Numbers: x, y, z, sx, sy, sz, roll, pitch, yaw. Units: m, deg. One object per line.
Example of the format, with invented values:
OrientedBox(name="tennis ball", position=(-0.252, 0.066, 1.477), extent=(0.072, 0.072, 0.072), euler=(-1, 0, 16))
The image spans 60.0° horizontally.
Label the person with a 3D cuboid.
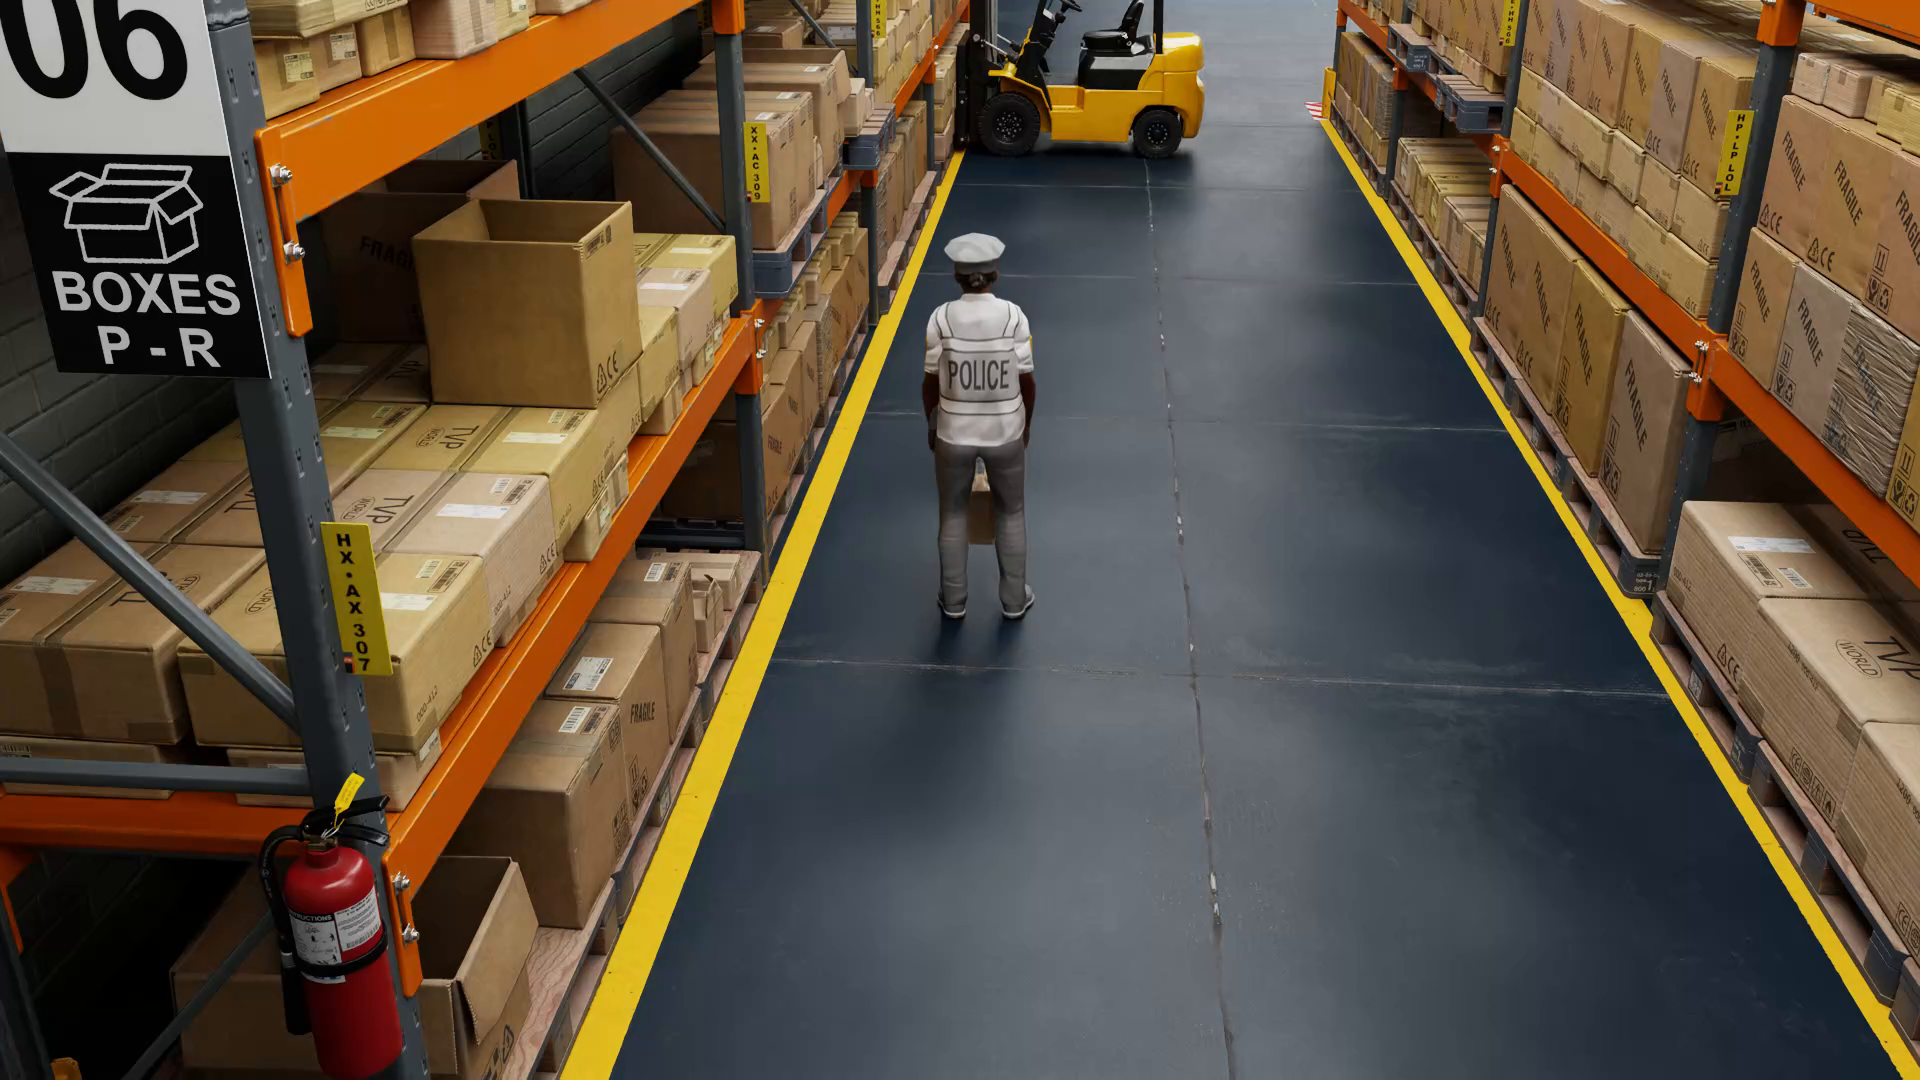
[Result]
OrientedBox(name="person", position=(0.088, -0.444, 7.063), extent=(0.497, 1.667, 0.372), euler=(0, 25, 0))
